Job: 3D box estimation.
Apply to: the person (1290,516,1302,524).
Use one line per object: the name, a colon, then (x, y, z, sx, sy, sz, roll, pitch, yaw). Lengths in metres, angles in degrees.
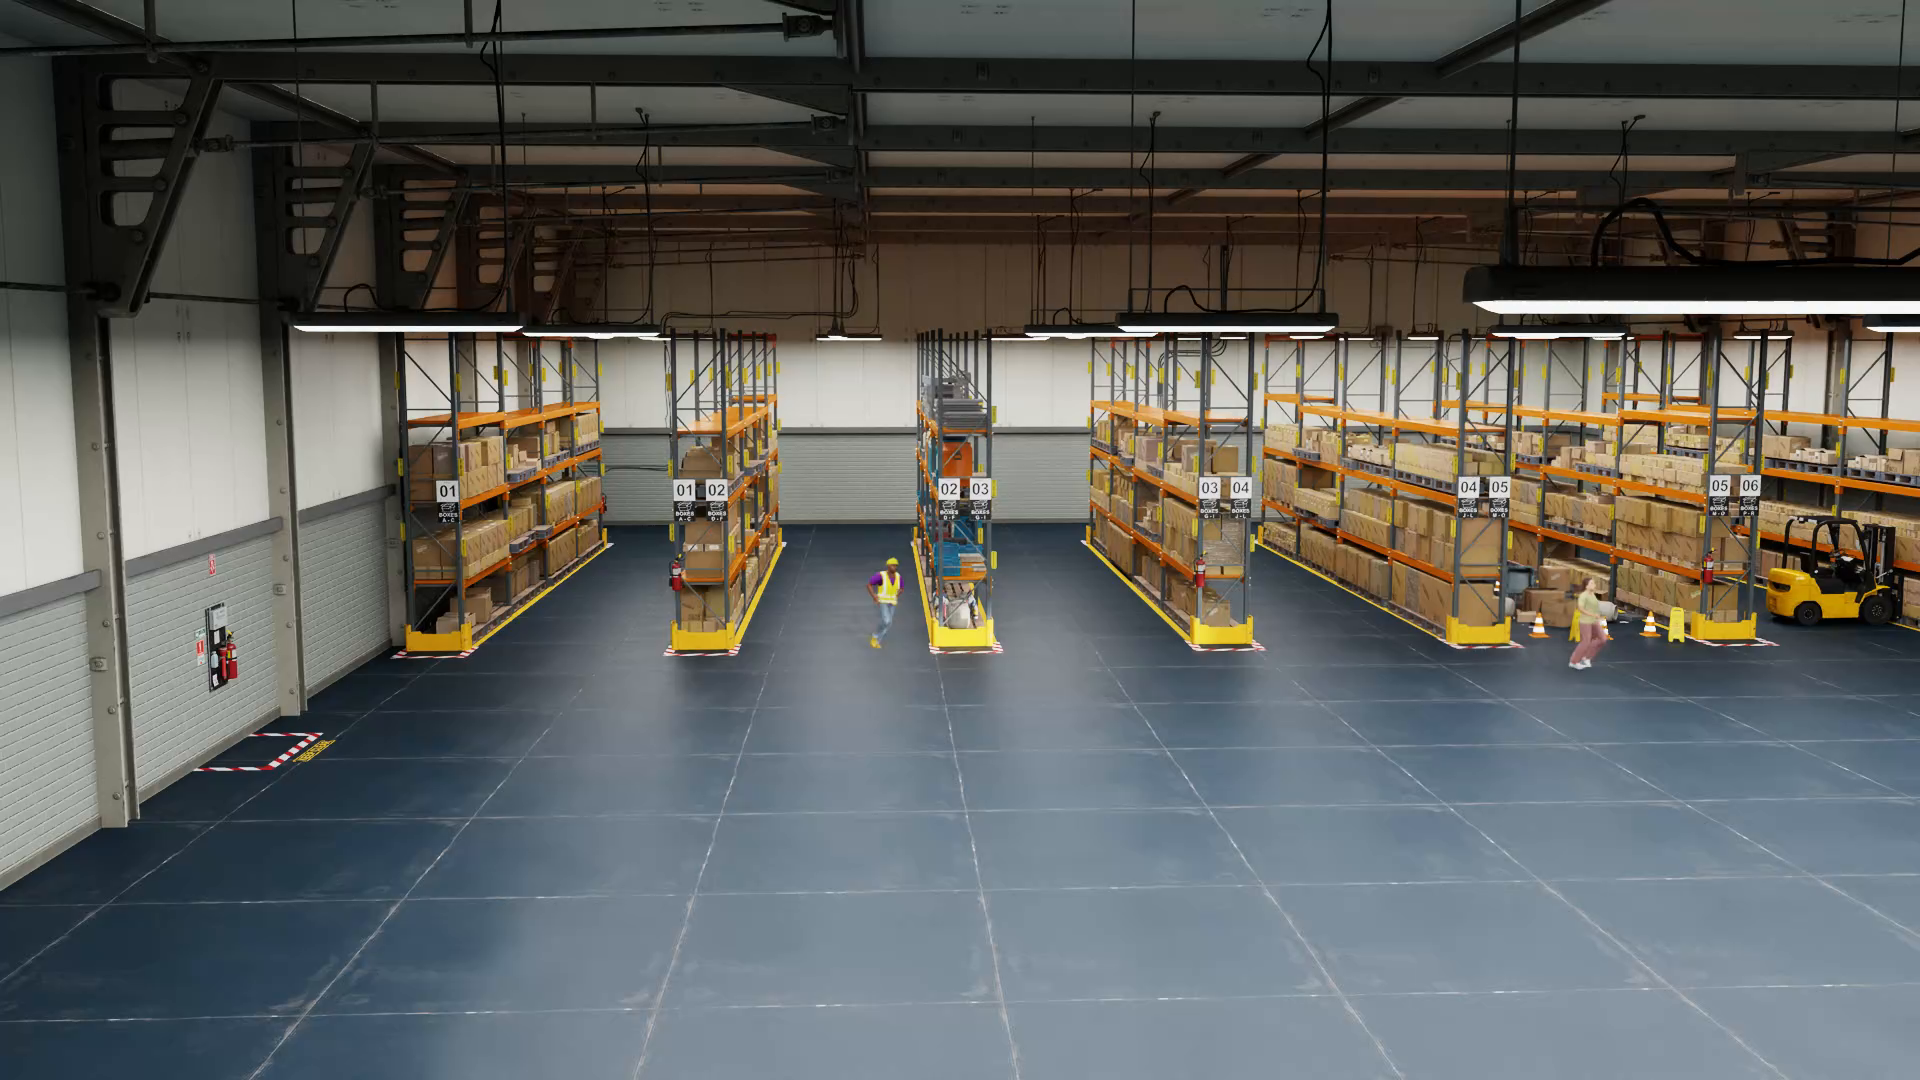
person: (9.897, -0.825, 48.812, 0.681, 1.703, 0.621, 5, 8, 35)

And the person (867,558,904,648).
person: (-1.364, 1.186, 31.351, 0.711, 1.699, 0.596, -5, 8, -35)

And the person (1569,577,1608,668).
person: (11.063, 1.459, 29.270, 0.554, 1.632, 0.600, -6, 9, -42)
